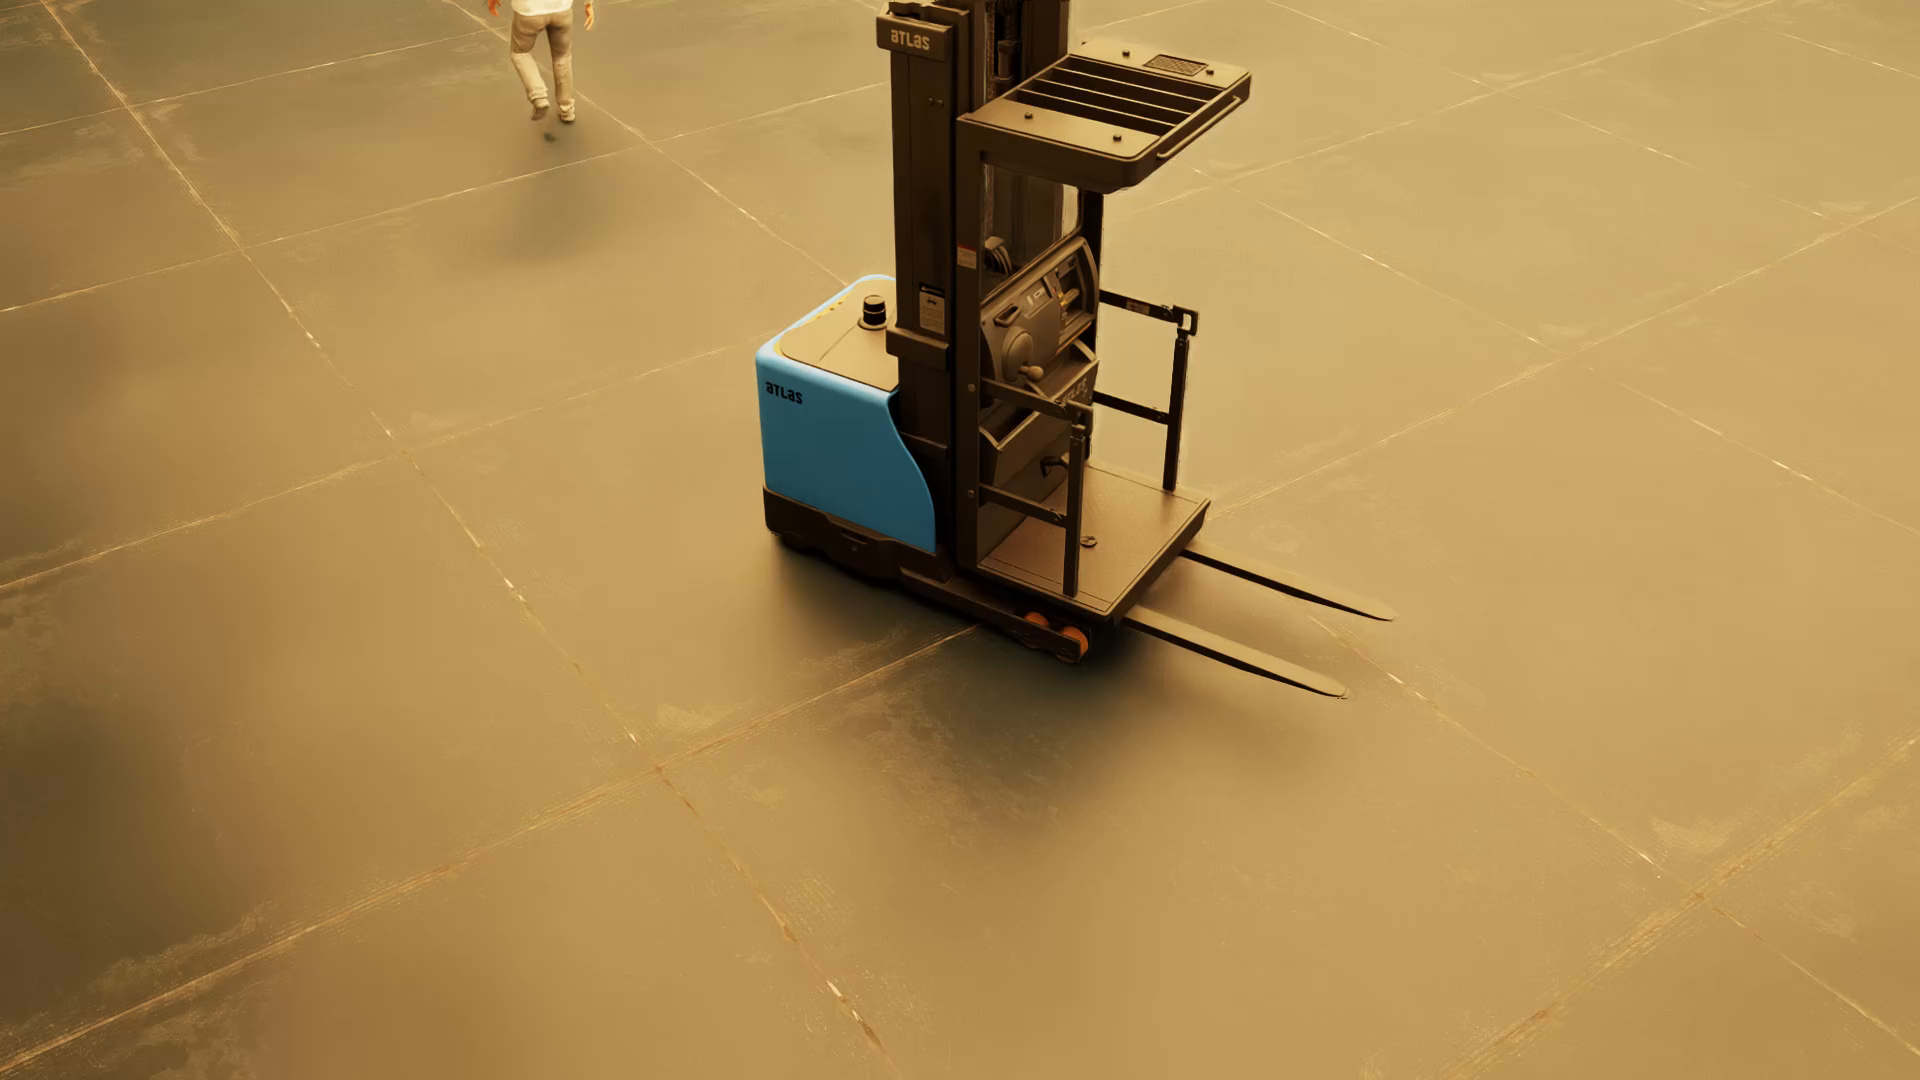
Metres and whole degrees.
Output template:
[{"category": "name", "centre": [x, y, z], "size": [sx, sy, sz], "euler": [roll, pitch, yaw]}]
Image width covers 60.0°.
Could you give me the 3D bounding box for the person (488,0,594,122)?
[{"category": "person", "centre": [-3.083, -3.923, 12.242], "size": [0.724, 1.752, 0.485], "euler": [-14, 39, -18]}]

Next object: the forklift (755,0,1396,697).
[{"category": "forklift", "centre": [0.535, -0.977, 7.265], "size": [3.031, 2.935, 1.130], "euler": [21, 41, 26]}]
